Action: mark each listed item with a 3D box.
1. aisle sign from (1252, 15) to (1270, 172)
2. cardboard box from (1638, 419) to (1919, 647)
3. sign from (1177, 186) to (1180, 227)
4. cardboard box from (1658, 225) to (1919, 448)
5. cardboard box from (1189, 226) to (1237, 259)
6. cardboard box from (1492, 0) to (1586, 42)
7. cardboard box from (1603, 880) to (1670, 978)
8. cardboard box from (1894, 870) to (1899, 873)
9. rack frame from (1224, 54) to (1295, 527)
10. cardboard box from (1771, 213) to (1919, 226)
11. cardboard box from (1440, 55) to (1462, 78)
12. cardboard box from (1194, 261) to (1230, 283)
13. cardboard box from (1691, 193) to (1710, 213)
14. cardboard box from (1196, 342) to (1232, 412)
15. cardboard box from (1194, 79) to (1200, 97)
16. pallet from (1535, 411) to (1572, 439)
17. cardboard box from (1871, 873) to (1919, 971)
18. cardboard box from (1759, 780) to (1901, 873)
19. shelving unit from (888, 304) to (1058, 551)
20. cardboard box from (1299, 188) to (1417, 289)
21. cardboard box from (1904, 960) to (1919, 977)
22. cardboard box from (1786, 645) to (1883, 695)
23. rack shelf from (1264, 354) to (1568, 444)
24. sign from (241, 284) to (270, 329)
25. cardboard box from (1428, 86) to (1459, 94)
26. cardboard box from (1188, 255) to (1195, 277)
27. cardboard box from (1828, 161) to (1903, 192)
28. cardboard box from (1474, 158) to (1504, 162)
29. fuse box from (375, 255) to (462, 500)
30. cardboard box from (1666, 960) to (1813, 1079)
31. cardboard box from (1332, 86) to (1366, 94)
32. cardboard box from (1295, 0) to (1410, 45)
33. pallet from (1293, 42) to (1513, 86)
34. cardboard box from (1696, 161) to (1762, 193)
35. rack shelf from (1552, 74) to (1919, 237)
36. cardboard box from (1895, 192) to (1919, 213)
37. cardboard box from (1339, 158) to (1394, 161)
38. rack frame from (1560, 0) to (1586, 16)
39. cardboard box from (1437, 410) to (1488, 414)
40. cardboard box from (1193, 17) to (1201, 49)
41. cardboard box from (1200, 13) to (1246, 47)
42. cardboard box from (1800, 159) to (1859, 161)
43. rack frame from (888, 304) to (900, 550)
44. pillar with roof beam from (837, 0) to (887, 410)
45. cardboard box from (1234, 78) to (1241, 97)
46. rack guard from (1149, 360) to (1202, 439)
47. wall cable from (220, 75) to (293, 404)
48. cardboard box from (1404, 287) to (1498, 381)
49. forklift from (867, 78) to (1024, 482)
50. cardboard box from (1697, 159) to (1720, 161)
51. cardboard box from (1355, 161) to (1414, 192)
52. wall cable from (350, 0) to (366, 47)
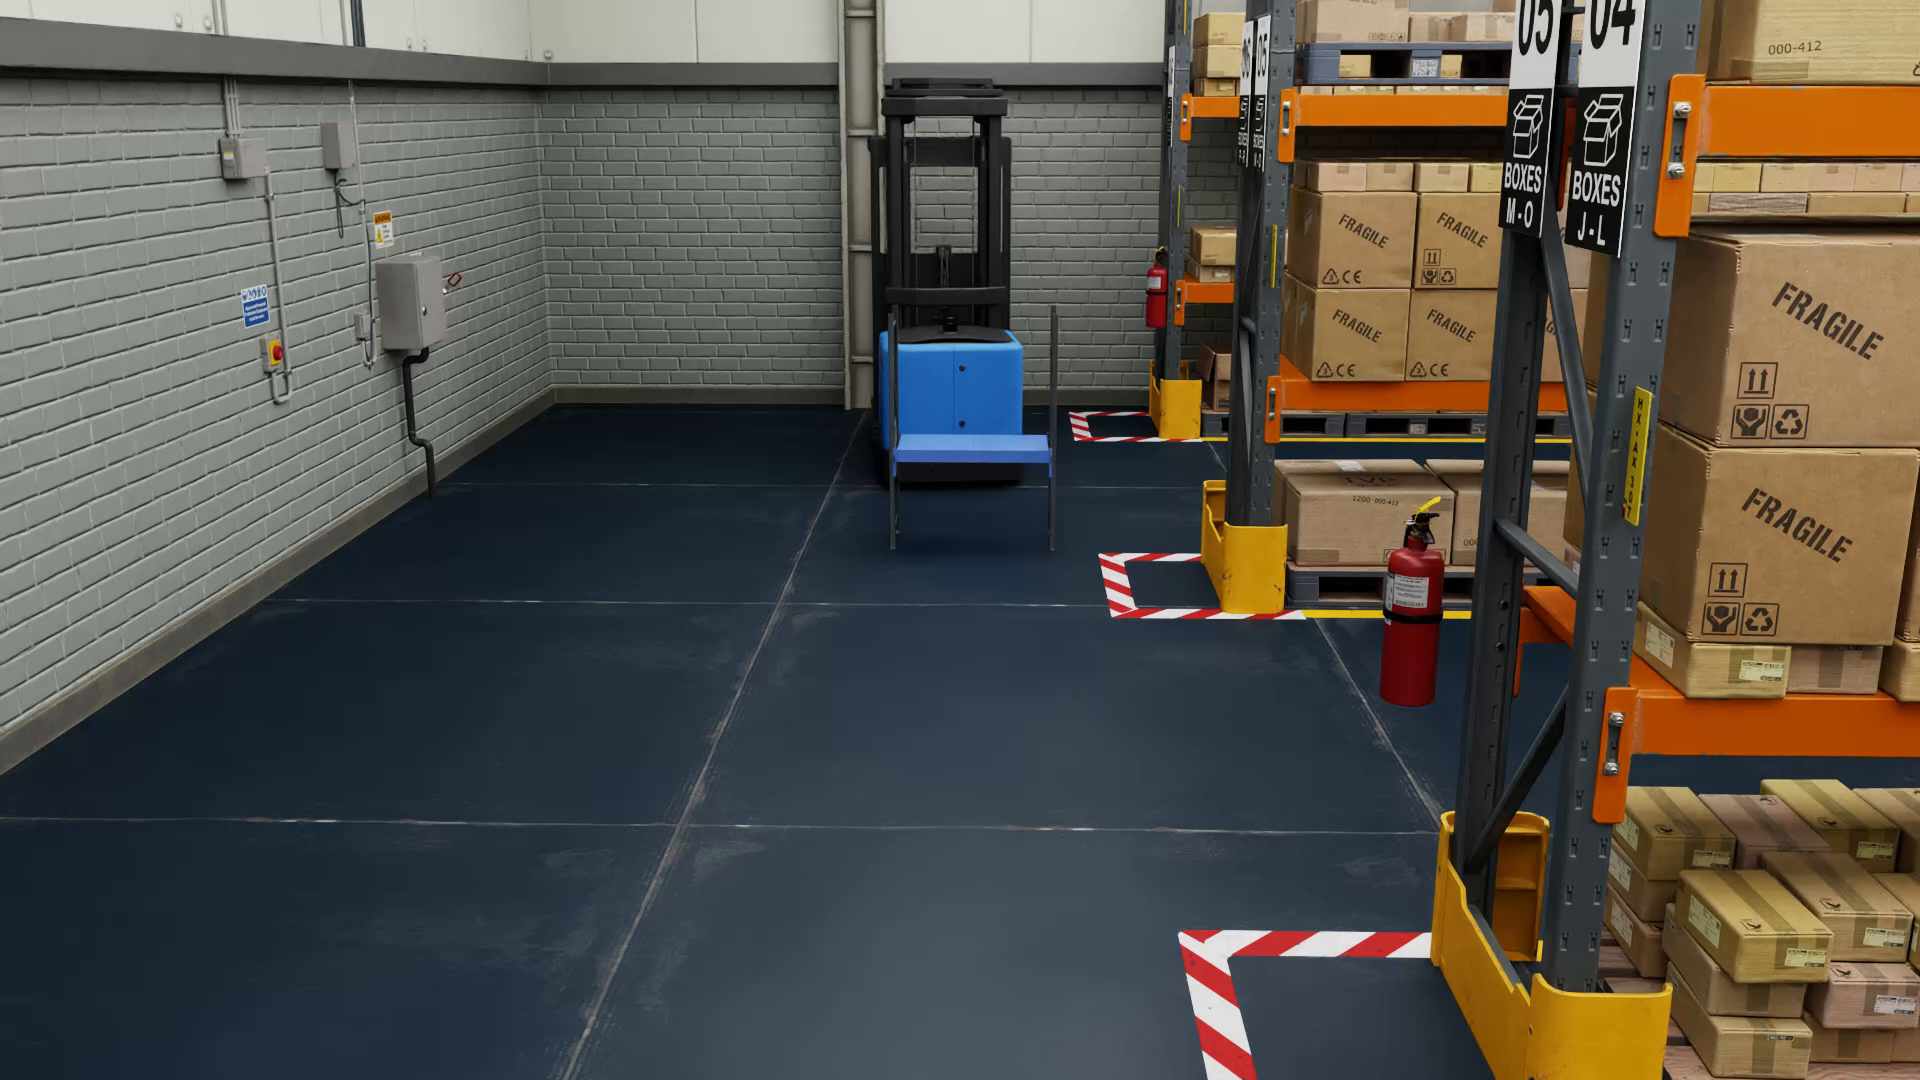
[{"bbox_3d":[1.600,-2.369,8.845,0.004,0.787,0.394,0,15,1],"label":"aisle sign"},{"bbox_3d":[2.095,-0.042,4.339,0.500,0.500,0.500,1,15,4],"label":"cardboard box"},{"bbox_3d":[1.788,-2.732,13.618,0.005,0.325,0.100,0,15,1],"label":"sign"},{"bbox_3d":[2.096,-0.528,4.222,0.500,0.500,0.500,0,15,1],"label":"cardboard box"},{"bbox_3d":[2.269,-2.588,14.479,0.500,0.250,0.500,1,15,3],"label":"cardboard box"},{"bbox_3d":[3.174,-2.822,8.932,0.500,0.311,0.500,1,15,2],"label":"cardboard box"},{"bbox_3d":[2.185,1.203,5.166,0.250,0.149,0.380,1,15,2],"label":"cardboard box"},{"bbox_3d":[2.974,1.070,5.086,0.250,0.149,0.380,0,15,1],"label":"cardboard box"},{"bbox_3d":[1.679,-1.186,9.455,0.127,3.000,1.000,0,15,1],"label":"rack frame"},{"bbox_3d":[2.624,-0.656,4.706,0.500,0.500,0.500,0,15,0],"label":"cardboard box"},{"bbox_3d":[3.776,-3.899,13.569,0.500,0.250,0.500,0,15,1],"label":"cardboard box"},{"bbox_3d":[2.124,-2.258,14.012,0.250,0.149,0.380,0,15,1],"label":"cardboard box"},{"bbox_3d":[3.682,-1.636,9.005,0.500,0.500,0.500,0,15,2],"label":"cardboard box"},{"bbox_3d":[2.411,-1.420,14.411,0.637,0.503,0.797,0,15,-1],"label":"cardboard box"},{"bbox_3d":[2.128,-3.838,14.118,0.250,0.149,0.380,1,15,3],"label":"cardboard box"},{"bbox_3d":[5.114,-1.082,14.528,1.213,0.211,1.003,0,15,1],"label":"pallet"},{"bbox_3d":[2.696,1.060,4.540,0.250,0.149,0.380,0,15,1],"label":"cardboard box"},{"bbox_3d":[2.701,0.889,5.189,0.250,0.149,0.380,0,15,0],"label":"cardboard box"},{"bbox_3d":[0.085,-0.725,10.647,1.048,1.500,0.538,0,15,1],"label":"shelving unit"},{"bbox_3d":[2.152,-1.642,9.027,0.500,0.500,0.500,0,15,0],"label":"cardboard box"},{"bbox_3d":[2.690,1.173,4.697,0.250,0.149,0.380,1,15,2],"label":"cardboard box"},{"bbox_3d":[2.225,0.275,4.409,0.250,0.149,0.380,1,15,3],"label":"cardboard box"},{"bbox_3d":[3.679,-0.825,9.497,4.000,0.370,1.077,0,15,1],"label":"rack shelf"},{"bbox_3d":[-4.021,-1.335,9.492,0.001,0.218,0.327,0,15,1],"label":"sign"},{"bbox_3d":[3.894,-3.684,13.536,0.250,0.149,0.380,1,15,3],"label":"cardboard box"},{"bbox_3d":[2.140,-2.397,14.536,0.250,0.149,0.380,0,15,1],"label":"cardboard box"},{"bbox_3d":[4.852,-1.960,8.960,0.250,0.149,0.380,0,15,1],"label":"cardboard box"},{"bbox_3d":[3.068,-2.072,9.388,0.250,0.149,0.380,0,15,1],"label":"cardboard box"},{"bbox_3d":[-3.759,-1.128,11.763,0.414,1.711,0.539,0,15,1],"label":"fuse box"},{"bbox_3d":[2.169,1.338,4.655,0.250,0.149,0.380,1,15,3],"label":"cardboard box"},{"bbox_3d":[3.142,-3.691,13.561,0.250,0.149,0.380,0,15,1],"label":"cardboard box"},{"bbox_3d":[2.131,-2.835,9.101,0.500,0.250,0.500,-1,15,-4],"label":"cardboard box"},{"bbox_3d":[2.421,-2.591,9.075,1.213,0.211,1.003,0,15,1],"label":"pallet"},{"bbox_3d":[4.085,-1.951,8.926,0.250,0.149,0.380,0,15,0],"label":"cardboard box"},{"bbox_3d":[3.653,-1.012,4.327,4.000,0.370,1.077,0,15,1],"label":"rack shelf"},{"bbox_3d":[5.199,-1.624,8.961,0.500,0.500,0.500,0,15,1],"label":"cardboard box"},{"bbox_3d":[2.297,-2.085,9.434,0.250,0.149,0.380,1,15,2],"label":"cardboard box"},{"bbox_3d":[1.654,-2.824,3.902,0.127,3.000,1.000,0,15,1],"label":"rack frame"},{"bbox_3d":[4.303,-1.396,14.327,0.500,0.500,0.700,0,15,-1],"label":"cardboard box"},{"bbox_3d":[2.254,-4.283,14.047,0.500,0.250,0.500,0,15,0],"label":"cardboard box"},{"bbox_3d":[2.239,-4.148,13.534,0.500,0.250,0.500,0,15,1],"label":"cardboard box"},{"bbox_3d":[4.856,-2.062,9.348,0.250,0.149,0.380,0,15,1],"label":"cardboard box"},{"bbox_3d":[-0.423,-0.728,10.659,0.032,1.500,0.500,0,15,1],"label":"rack frame"},{"bbox_3d":[-0.980,-4.502,10.264,0.400,9.000,9.100,0,15,1],"label":"pillar with roof beam"},{"bbox_3d":[2.378,-3.724,13.688,0.250,0.149,0.380,1,15,2],"label":"cardboard box"},{"bbox_3d":[1.878,-1.243,14.570,0.348,0.500,1.175,0,15,1],"label":"rack guard"},{"bbox_3d":[-3.958,-1.723,9.438,0.123,1.953,0.585,0,15,1],"label":"wall cable"},{"bbox_3d":[2.658,-1.162,9.167,0.500,0.500,0.500,0,15,1],"label":"cardboard box"},{"bbox_3d":[-0.169,-2.161,13.287,1.130,2.935,3.031,-1,15,-5],"label":"forklift"},{"bbox_3d":[4.091,-2.069,9.375,0.250,0.149,0.380,0,15,1],"label":"cardboard box"},{"bbox_3d":[2.291,-1.975,9.018,0.250,0.149,0.380,1,15,3],"label":"cardboard box"},{"bbox_3d":[-3.884,-4.972,11.972,0.133,3.039,2.988,0,15,1],"label":"wall cable"}]
